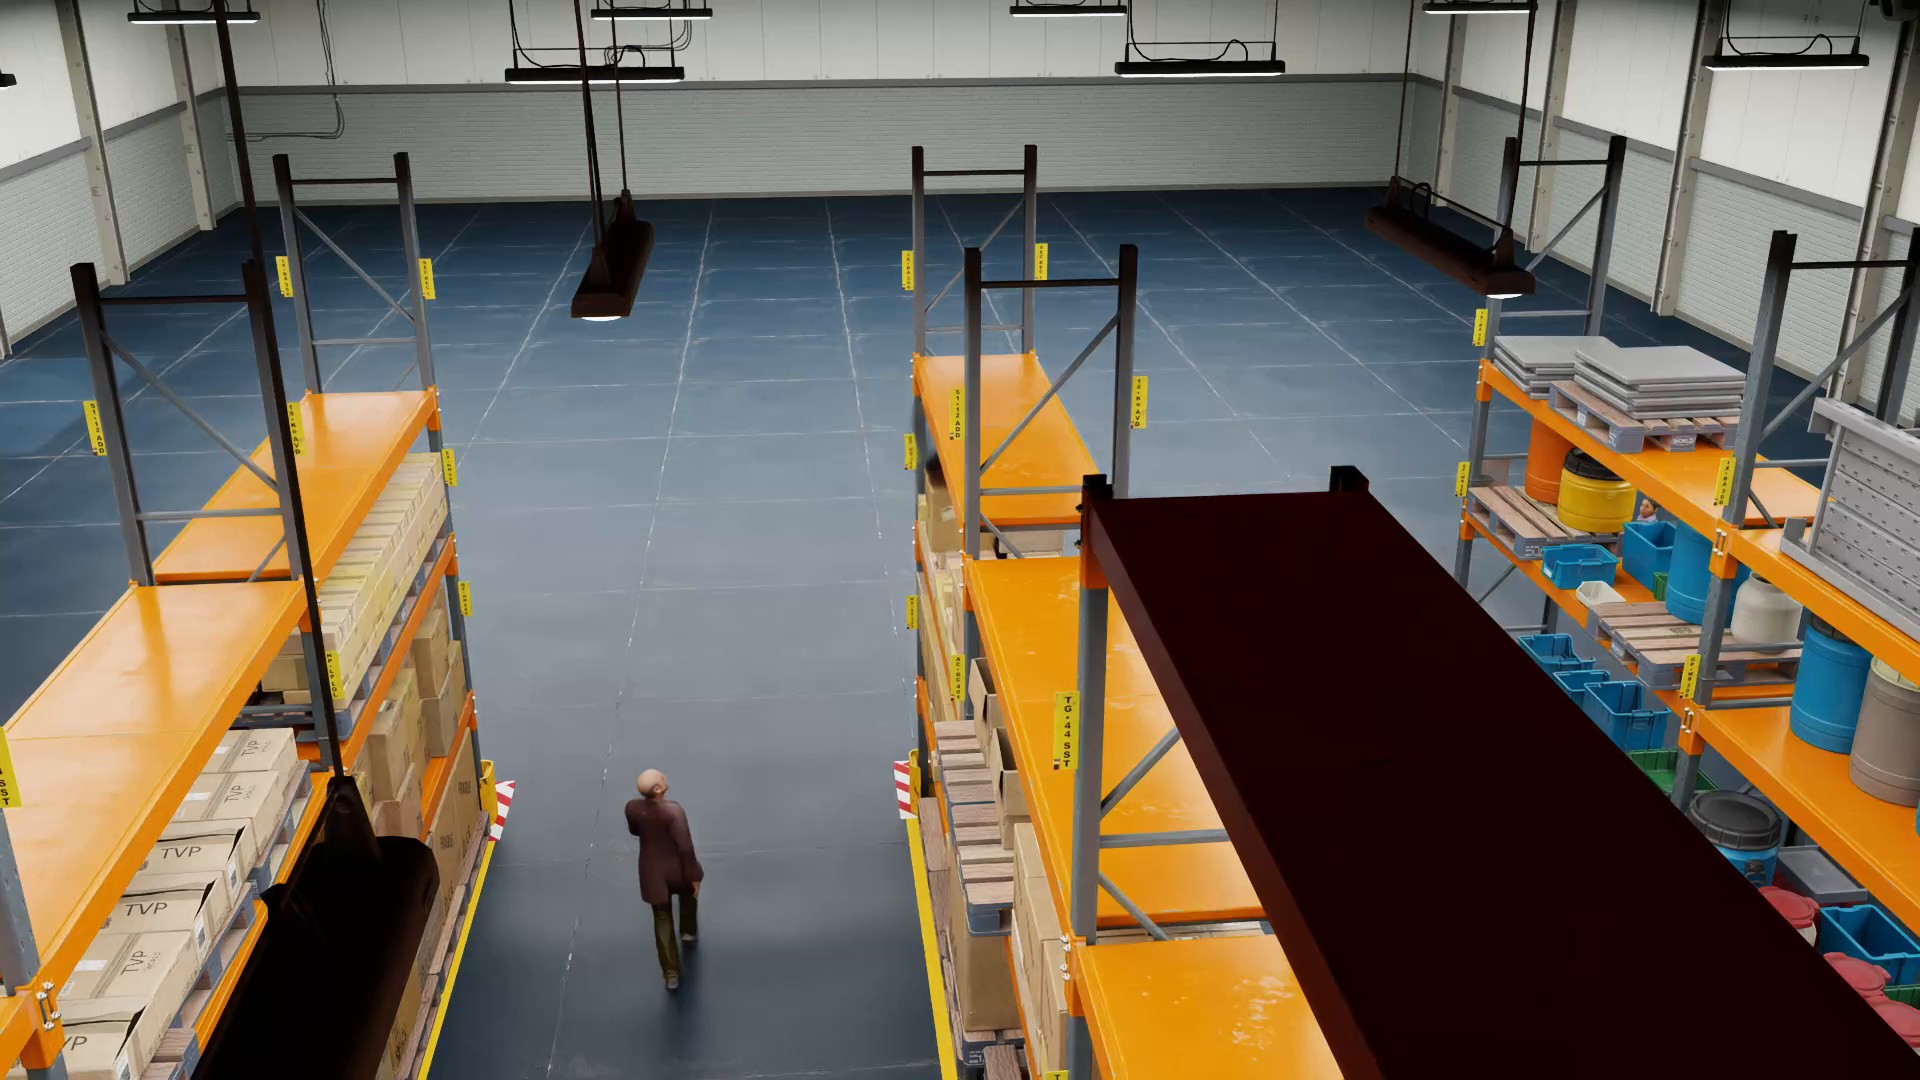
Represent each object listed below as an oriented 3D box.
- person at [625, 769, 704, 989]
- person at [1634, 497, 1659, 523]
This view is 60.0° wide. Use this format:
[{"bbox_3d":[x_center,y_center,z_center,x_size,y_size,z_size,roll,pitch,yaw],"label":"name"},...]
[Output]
[{"bbox_3d":[-2.288,2.564,12.933,0.568,1.807,0.954,-2,22,-5],"label":"person"},{"bbox_3d":[7.594,0.271,18.674,0.458,1.637,0.468,14,25,31],"label":"person"}]
